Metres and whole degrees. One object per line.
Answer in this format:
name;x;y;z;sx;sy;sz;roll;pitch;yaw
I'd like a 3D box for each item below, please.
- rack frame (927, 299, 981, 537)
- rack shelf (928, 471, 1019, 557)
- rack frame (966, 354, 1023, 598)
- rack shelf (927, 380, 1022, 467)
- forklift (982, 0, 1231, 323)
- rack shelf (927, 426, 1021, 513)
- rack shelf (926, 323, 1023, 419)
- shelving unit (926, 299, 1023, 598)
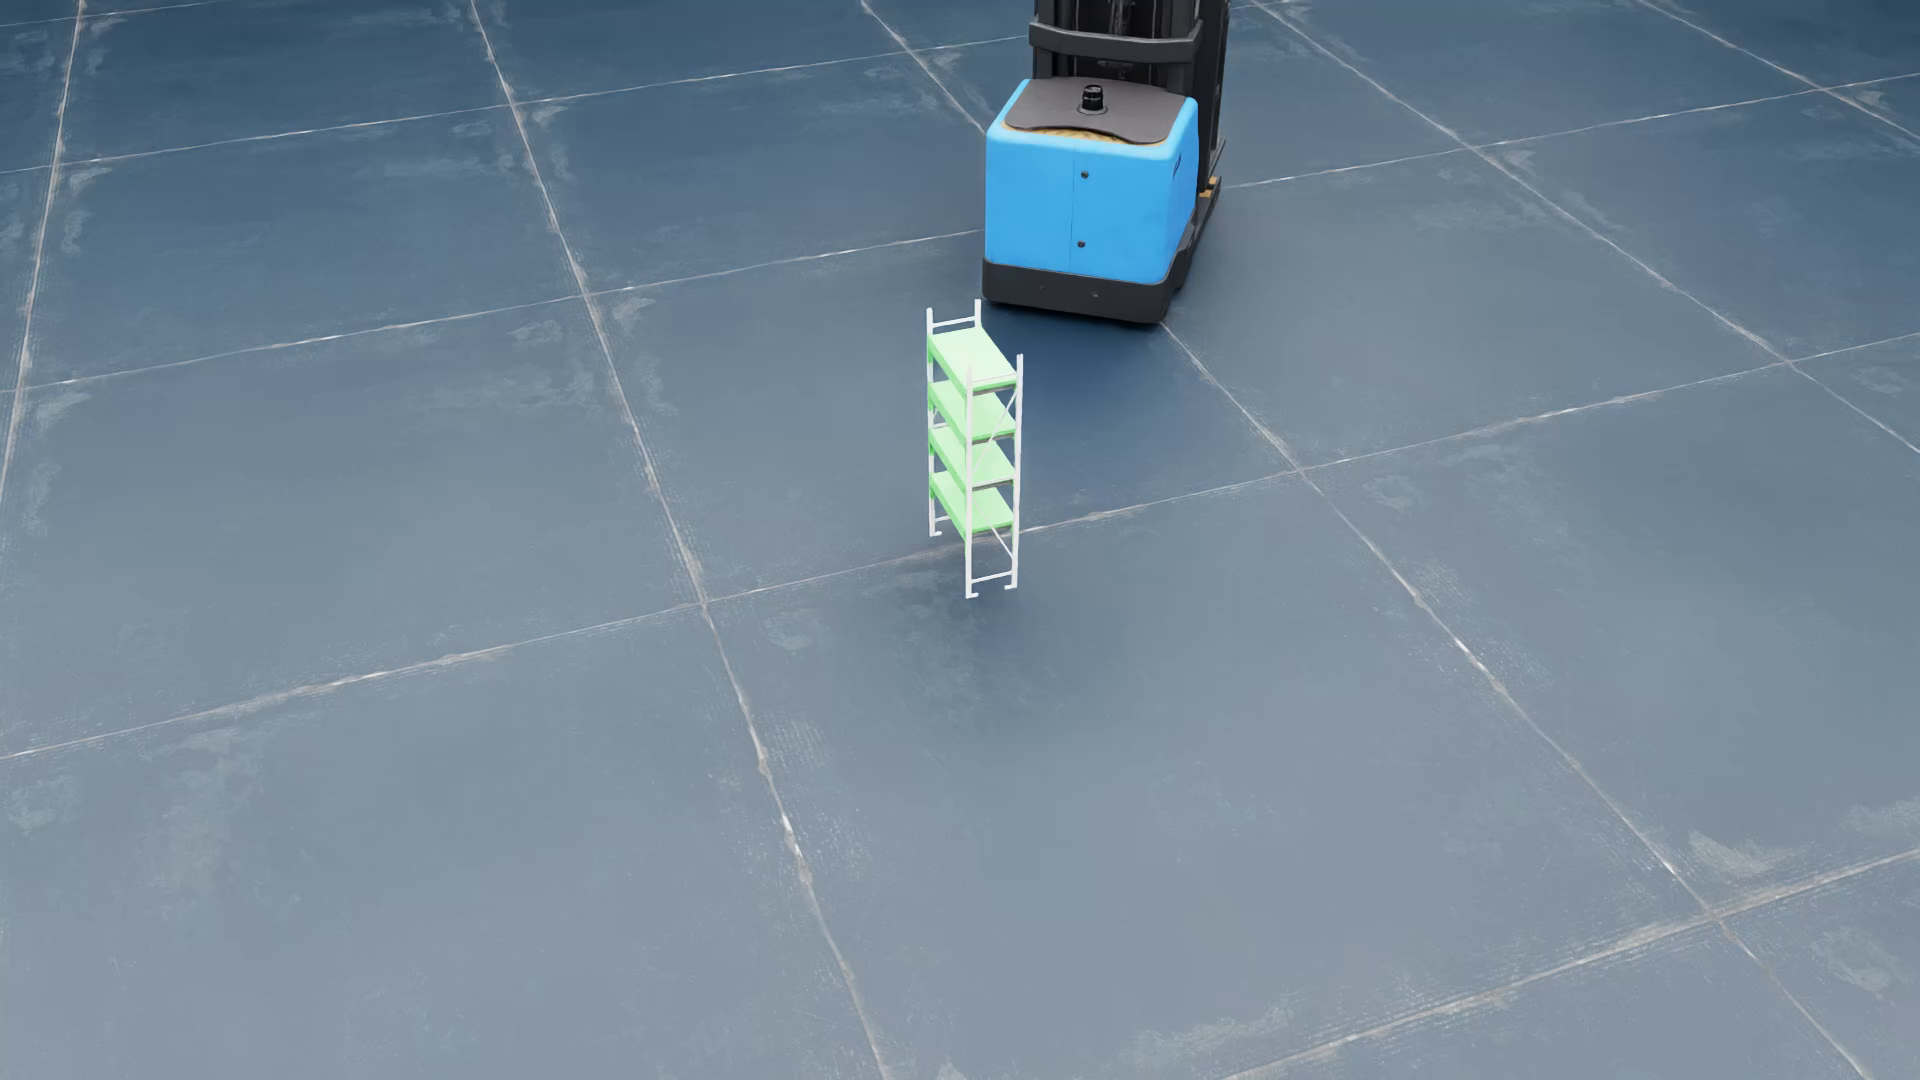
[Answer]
rack frame;-0.027;-0.524;7.448;0.240;1.200;0.015;-12;39;-16
rack shelf;0.057;-0.143;7.448;0.258;0.148;0.480;-12;39;-16
rack frame;0.141;-0.248;7.082;0.240;1.200;0.015;-12;39;-16
rack shelf;0.057;-0.526;7.159;0.258;0.148;0.480;-12;39;-16
forklift;1.035;-3.264;9.648;1.130;2.935;3.031;10;38;13
rack shelf;0.057;-0.335;7.303;0.258;0.148;0.480;-12;39;-16
rack shelf;0.057;-0.718;7.015;0.258;0.148;0.480;-12;39;-16
shelving unit;0.057;-0.386;7.265;0.258;1.200;0.503;-12;39;-16
